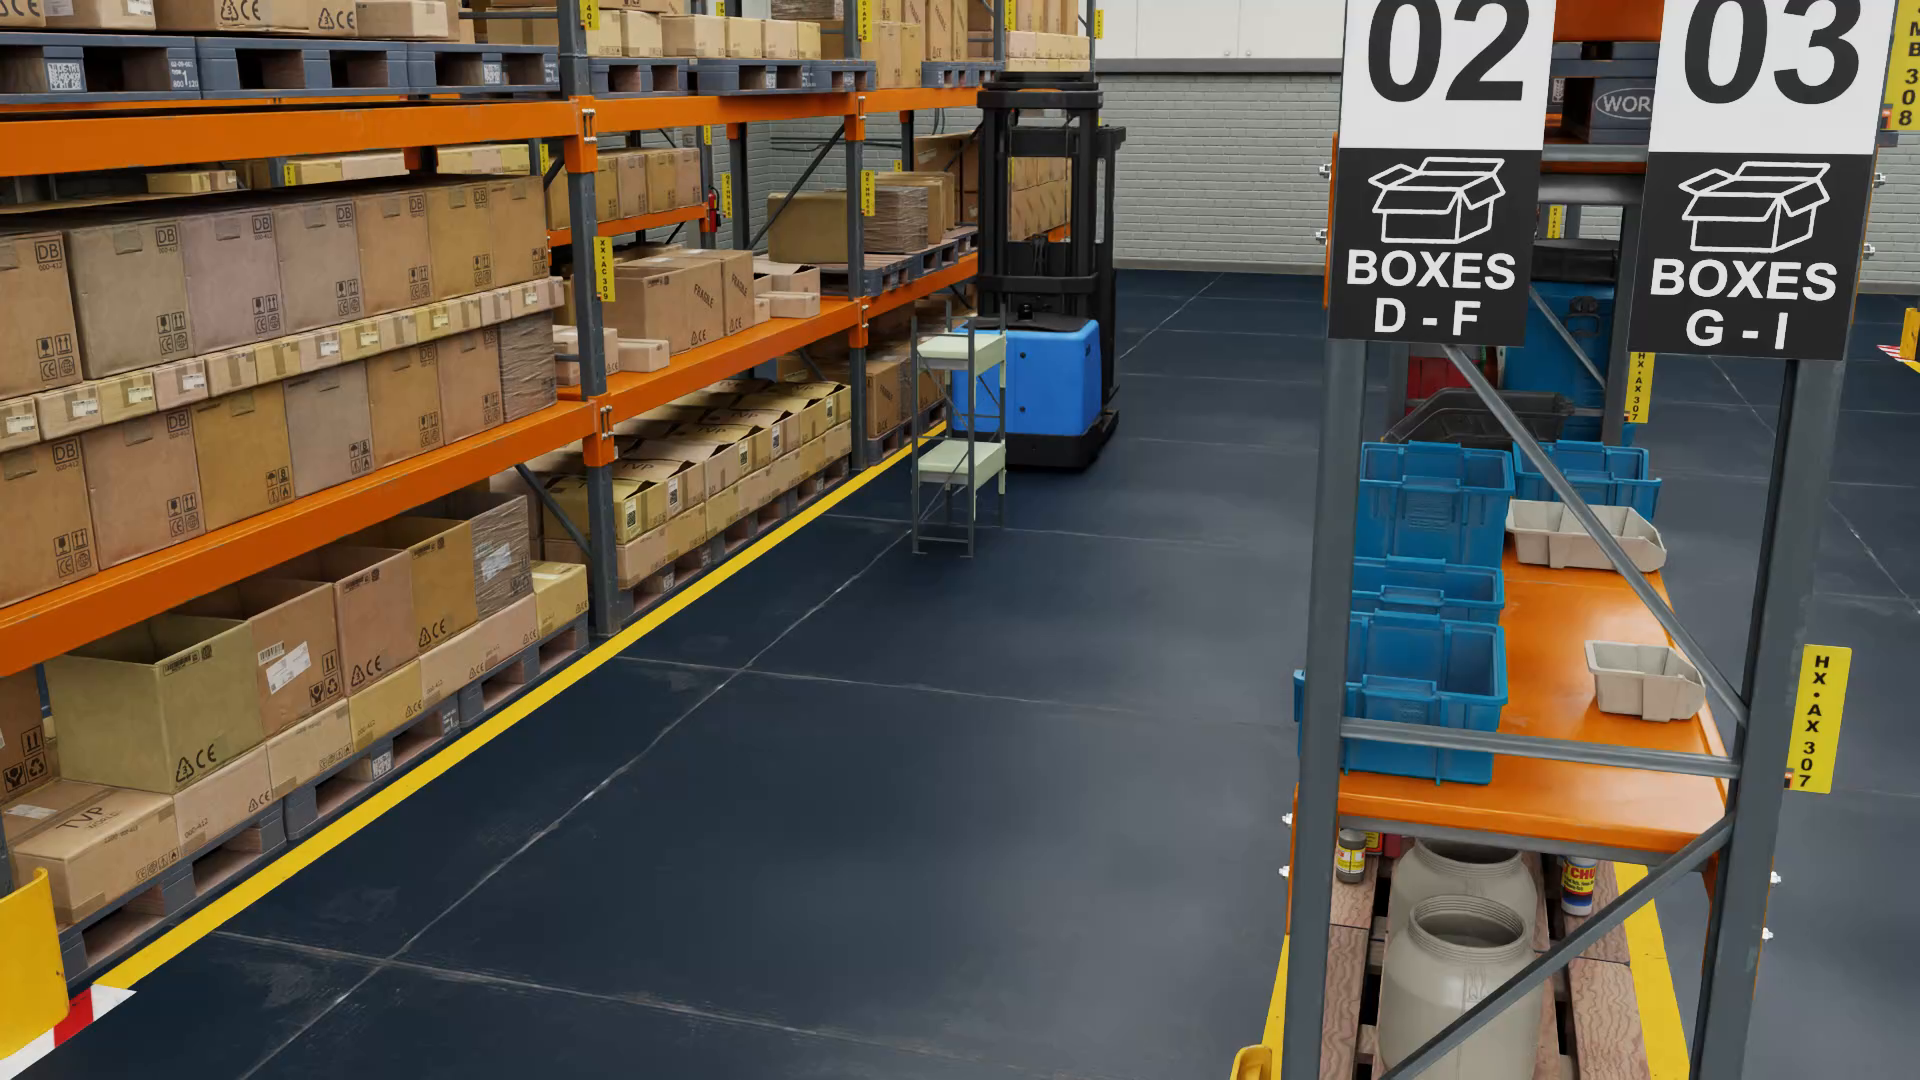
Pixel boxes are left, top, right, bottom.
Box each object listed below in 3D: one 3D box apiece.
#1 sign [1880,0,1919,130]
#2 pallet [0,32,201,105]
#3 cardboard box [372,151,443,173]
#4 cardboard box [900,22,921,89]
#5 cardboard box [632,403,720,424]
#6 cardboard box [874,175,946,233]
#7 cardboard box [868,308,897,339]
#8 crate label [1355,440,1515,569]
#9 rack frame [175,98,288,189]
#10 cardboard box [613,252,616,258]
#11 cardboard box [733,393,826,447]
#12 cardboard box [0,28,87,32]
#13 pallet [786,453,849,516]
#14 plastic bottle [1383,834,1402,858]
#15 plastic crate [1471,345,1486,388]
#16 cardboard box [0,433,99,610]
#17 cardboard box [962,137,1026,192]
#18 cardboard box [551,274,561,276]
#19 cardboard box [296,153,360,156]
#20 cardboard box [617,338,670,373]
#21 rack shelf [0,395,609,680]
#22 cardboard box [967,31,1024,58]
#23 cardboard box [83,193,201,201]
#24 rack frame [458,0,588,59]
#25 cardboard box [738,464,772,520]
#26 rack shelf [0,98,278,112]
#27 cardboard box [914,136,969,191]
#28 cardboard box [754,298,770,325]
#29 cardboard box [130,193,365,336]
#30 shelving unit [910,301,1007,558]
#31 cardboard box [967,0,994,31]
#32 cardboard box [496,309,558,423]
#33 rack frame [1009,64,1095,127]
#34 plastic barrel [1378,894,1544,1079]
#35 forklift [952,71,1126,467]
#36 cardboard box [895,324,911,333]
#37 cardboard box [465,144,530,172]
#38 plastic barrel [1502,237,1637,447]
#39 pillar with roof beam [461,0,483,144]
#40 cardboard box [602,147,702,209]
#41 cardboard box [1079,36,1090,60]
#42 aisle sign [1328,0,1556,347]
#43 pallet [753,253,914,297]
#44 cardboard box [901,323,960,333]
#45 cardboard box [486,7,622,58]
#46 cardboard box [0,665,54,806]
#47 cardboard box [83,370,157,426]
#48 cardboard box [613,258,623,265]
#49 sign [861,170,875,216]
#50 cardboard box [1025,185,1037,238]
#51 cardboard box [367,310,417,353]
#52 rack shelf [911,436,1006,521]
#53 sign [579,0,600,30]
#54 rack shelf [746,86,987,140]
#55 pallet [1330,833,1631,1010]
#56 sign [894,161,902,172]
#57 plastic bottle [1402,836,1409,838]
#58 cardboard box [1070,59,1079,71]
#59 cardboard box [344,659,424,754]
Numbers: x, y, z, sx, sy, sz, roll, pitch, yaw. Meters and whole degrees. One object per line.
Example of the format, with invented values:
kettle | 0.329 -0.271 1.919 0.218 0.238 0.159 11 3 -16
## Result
sign | 1.796 -0.937 3.123 0.100 0.325 0.005 5 16 16
pallet | -3.252 -1.502 5.294 1.003 0.211 1.213 5 16 16
cardboard box | -5.149 -3.461 15.396 0.500 0.250 0.500 4 16 15
cardboard box | -0.820 -3.889 13.364 0.910 0.500 0.500 5 16 16
cardboard box | -1.923 -0.775 11.307 0.500 0.311 0.500 4 16 14
cardboard box | -0.551 -3.017 15.016 0.700 0.500 0.500 7 17 25
cardboard box | -0.865 -1.928 14.529 0.500 0.250 0.500 4 16 15
crate label | 1.534 -0.053 5.455 0.502 0.435 0.616 5 16 16
rack frame | -5.955 -2.395 13.776 1.000 3.000 0.127 5 16 16
cardboard box | -4.299 -3.325 19.677 0.380 0.149 0.250 5 17 16
cardboard box | -1.259 -0.868 11.635 0.500 0.311 0.500 4 16 15
cardboard box | -3.403 -1.881 5.715 0.500 0.250 0.500 5 16 16
pallet | -1.476 -0.458 12.057 1.003 0.211 1.213 5 16 16
plastic bottle | 1.572 0.991 6.009 0.061 0.283 0.133 5 16 16
plastic crate | 2.631 -0.956 9.090 0.450 0.188 0.662 5 16 16
cardboard box | -3.333 -0.088 5.459 0.700 0.500 0.500 5 16 16
cardboard box | 0.336 -3.689 16.322 0.500 0.500 0.500 5 17 17
cardboard box | -4.361 -2.760 18.874 0.700 0.500 0.500 4 16 15
cardboard box | -5.775 -3.364 15.055 0.500 0.250 0.500 4 16 14
cardboard box | -1.893 -1.060 9.531 0.380 0.149 0.250 5 16 16
rack shelf | -2.909 -0.096 6.989 1.077 0.370 4.000 5 16 16
cardboard box | 0.309 -4.778 16.038 0.500 0.250 0.500 5 16 16
cardboard box | -6.212 -2.383 12.743 0.700 0.500 0.500 3 16 11
rack frame | -2.341 -3.851 7.917 1.000 3.000 0.127 5 16 16
cardboard box | -1.552 -0.333 10.776 0.500 0.250 0.500 5 17 17
rack shelf | -6.523 -2.969 11.620 1.077 0.370 4.000 5 16 16
cardboard box | -0.172 -3.740 16.502 0.500 0.500 0.500 5 17 16
cardboard box | -1.513 -1.553 11.268 0.380 0.149 0.250 6 17 20
cardboard box | -2.889 -1.127 6.745 0.700 0.500 0.500 5 16 16
shelving unit | -0.002 -0.720 10.619 0.431 1.500 0.755 5 16 16
cardboard box | 0.034 -5.161 16.014 0.700 0.500 0.500 5 16 16
cardboard box | -2.461 -0.897 8.311 0.700 0.500 0.500 4 16 14
rack frame | 1.069 -4.105 19.804 1.000 3.000 0.127 5 16 16
plastic barrel | 1.384 1.283 4.598 0.421 0.512 0.421 0 16 0
forklift | 0.738 -2.315 13.620 1.130 2.935 3.031 3 16 12
cardboard box | -0.729 -1.689 15.062 0.500 0.500 0.500 5 17 17
cardboard box | -4.706 -3.861 16.805 0.500 0.250 0.500 5 17 17
plastic barrel | 2.807 -0.899 7.583 0.600 0.901 0.708 5 16 16
pillar with roof beam | -1.321 -6.244 16.352 9.100 9.000 0.400 5 16 16
cardboard box | -3.817 -4.498 20.641 0.980 0.700 0.700 5 17 18
cardboard box | 1.168 -5.562 18.804 0.500 0.250 0.500 5 16 16
aisle sign | 0.965 -0.789 3.348 0.394 0.787 0.004 5 16 16
pallet | -1.079 -2.102 13.096 1.213 0.211 1.003 5 16 16
cardboard box | -0.225 -1.656 14.946 0.500 0.500 0.500 5 17 17
cardboard box | -2.157 -2.699 8.855 0.500 0.250 0.500 6 17 22
cardboard box | -3.611 0.678 5.838 0.500 0.500 0.500 5 16 16
cardboard box | -3.015 -0.499 5.721 0.380 0.149 0.250 5 16 16
cardboard box | -4.087 -3.153 19.070 0.380 0.149 0.250 4 16 14
sign | -0.671 -2.527 12.118 0.100 0.325 0.005 5 16 16
cardboard box | 0.481 -3.353 16.970 0.500 0.500 0.500 5 17 17
cardboard box | -2.575 -0.906 7.153 0.380 0.149 0.250 5 17 17
rack shelf | -0.002 -0.406 10.708 0.431 0.370 0.720 5 16 16
sign | -1.809 -2.653 8.095 0.100 0.325 0.005 5 16 16
rack shelf | -0.636 -3.632 13.959 1.077 0.370 4.000 5 16 16
pallet | 1.831 1.254 6.021 1.003 0.211 1.213 5 16 16
sign | -0.590 -3.515 16.138 0.100 0.325 0.005 5 16 16
plastic bottle | 1.634 0.991 6.160 0.097 0.201 0.097 0 16 0
cardboard box | 1.023 -5.191 18.411 0.500 0.250 0.500 5 16 16
cardboard box | -2.684 0.687 7.181 0.500 0.250 0.500 5 16 16
